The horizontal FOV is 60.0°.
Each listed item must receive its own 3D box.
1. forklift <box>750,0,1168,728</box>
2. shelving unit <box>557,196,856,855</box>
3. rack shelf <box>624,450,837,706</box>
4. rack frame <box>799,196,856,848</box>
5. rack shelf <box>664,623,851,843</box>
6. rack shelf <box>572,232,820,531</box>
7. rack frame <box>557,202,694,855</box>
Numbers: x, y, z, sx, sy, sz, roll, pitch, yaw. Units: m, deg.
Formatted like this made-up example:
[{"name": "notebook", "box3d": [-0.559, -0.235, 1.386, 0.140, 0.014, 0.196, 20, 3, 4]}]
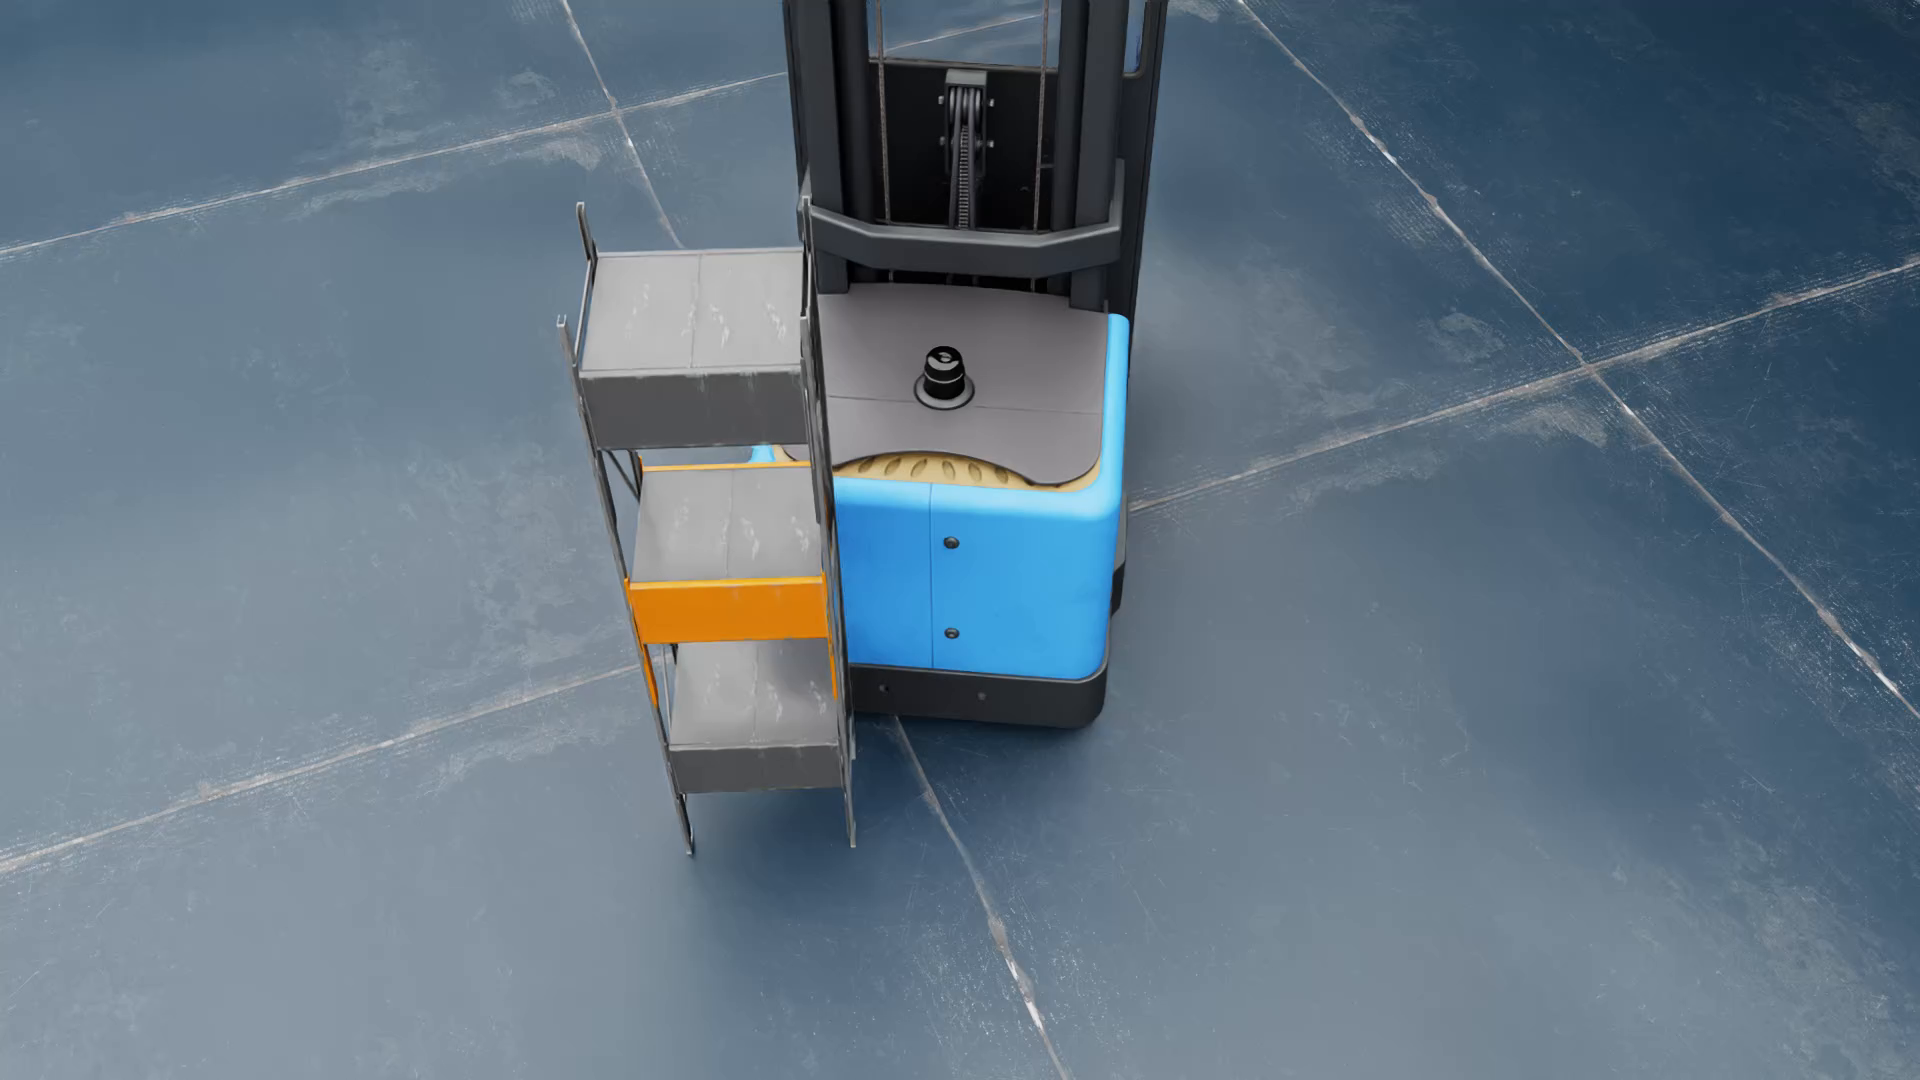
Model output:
[{"name": "forklift", "box3d": [0.064, -1.499, 5.105, 1.130, 2.935, 3.031, 4, 49, 4]}, {"name": "shelving unit", "box3d": [-0.571, 0.093, 4.286, 0.503, 2.100, 0.431, -2, 49, -2]}, {"name": "rack shelf", "box3d": [-0.571, 0.102, 4.296, 0.480, 0.518, 0.431, -2, 49, -2]}, {"name": "rack frame", "box3d": [-0.327, 0.084, 4.293, 0.015, 2.100, 0.400, -2, 49, -2]}, {"name": "rack shelf", "box3d": [-0.571, 0.557, 4.828, 0.480, 0.518, 0.431, -2, 49, -2]}, {"name": "rack shelf", "box3d": [-0.571, -0.354, 3.765, 0.480, 0.518, 0.431, -2, 49, -2]}, {"name": "rack frame", "box3d": [-0.814, 0.101, 4.279, 0.015, 2.100, 0.400, -2, 49, -2]}]
